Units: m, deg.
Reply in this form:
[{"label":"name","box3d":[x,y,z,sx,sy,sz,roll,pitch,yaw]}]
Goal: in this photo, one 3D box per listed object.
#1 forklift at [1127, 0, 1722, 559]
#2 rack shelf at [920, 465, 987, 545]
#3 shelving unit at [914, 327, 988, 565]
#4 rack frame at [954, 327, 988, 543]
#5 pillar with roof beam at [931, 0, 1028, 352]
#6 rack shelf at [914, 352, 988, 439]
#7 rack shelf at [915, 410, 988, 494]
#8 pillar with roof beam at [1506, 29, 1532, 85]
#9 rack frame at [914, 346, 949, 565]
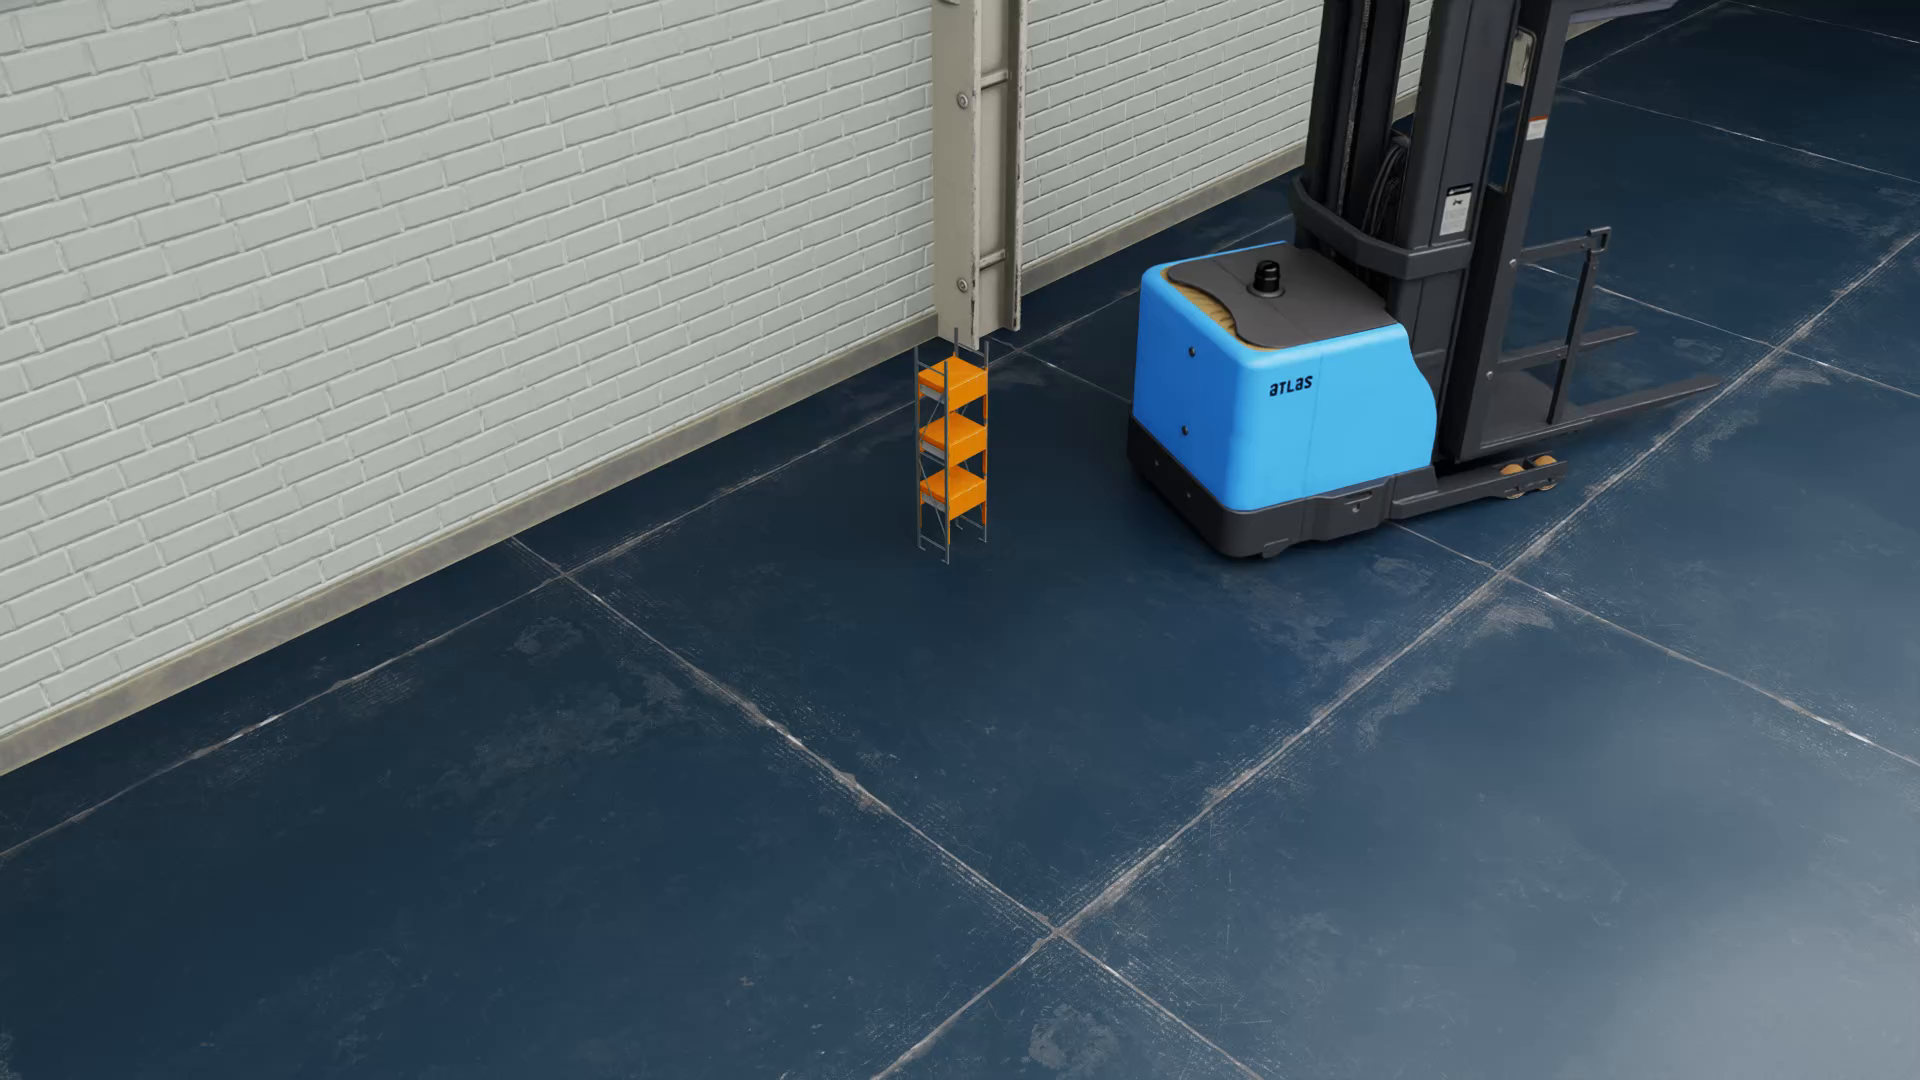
[{"label":"forklift","box3d":[2.390,-1.664,7.573,3.031,2.935,1.130,-14,37,-19]},{"label":"rack shelf","box3d":[-0.038,-0.172,7.584,0.215,0.259,0.240,30,45,35]},{"label":"shelving unit","box3d":[-0.038,-0.409,7.419,0.215,1.050,0.252,30,45,35]},{"label":"rack frame","box3d":[0.048,-0.458,7.490,0.200,1.050,0.008,30,45,35]},{"label":"pillar with roof beam","box3d":[3.155,-3.144,4.392,9.100,9.000,0.400,30,45,35]},{"label":"rack shelf","box3d":[-0.038,-0.633,7.262,0.215,0.259,0.240,30,45,35]},{"label":"rack shelf","box3d":[-0.038,-0.400,7.425,0.215,0.259,0.240,30,45,35]},{"label":"pillar with roof beam","box3d":[7.383,-5.580,7.885,9.100,9.000,0.400,30,45,35]},{"label":"rack frame","box3d":[-0.124,-0.359,7.347,0.200,1.050,0.008,30,45,35]}]
